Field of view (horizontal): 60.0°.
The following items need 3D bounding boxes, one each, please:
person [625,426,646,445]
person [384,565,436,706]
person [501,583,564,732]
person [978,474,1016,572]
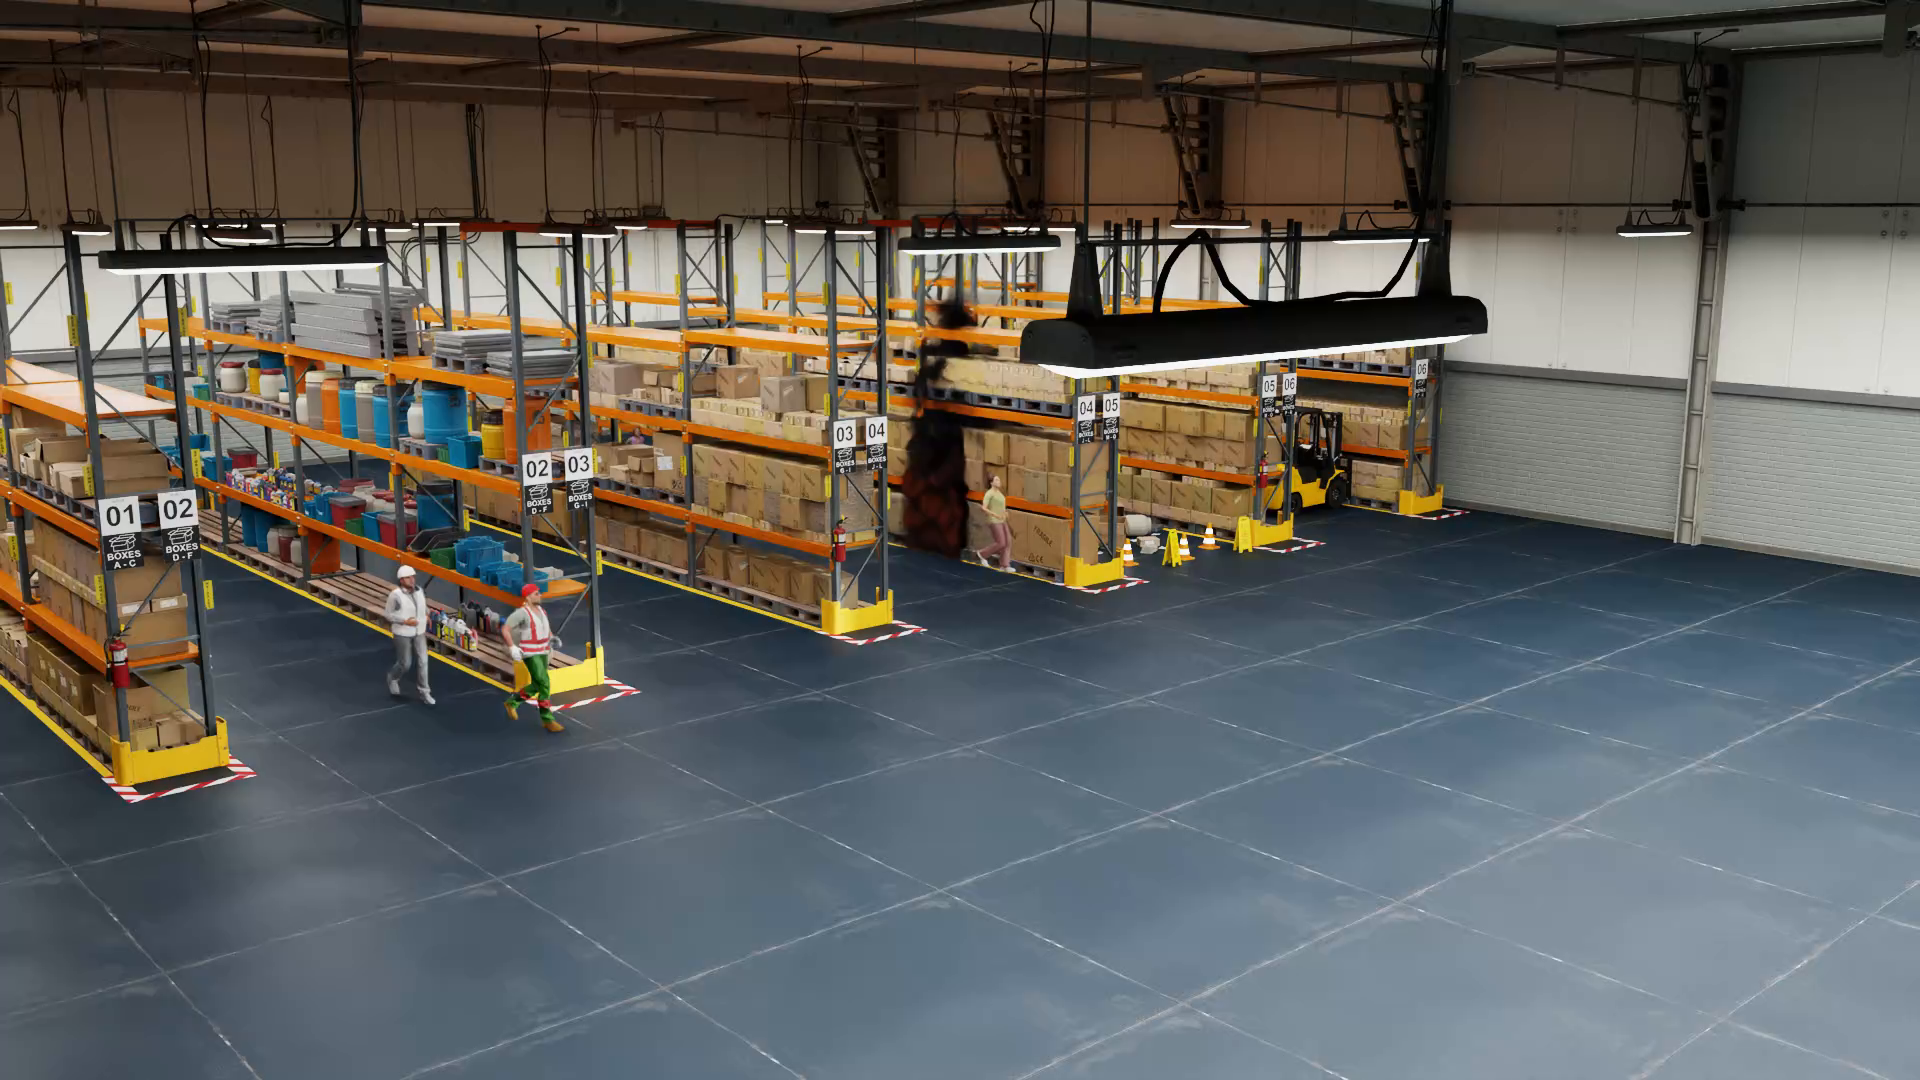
[{"bbox_3d":[-7.003,-1.679,36.184,0.510,1.592,0.647,-10,15,-40],"label":"person"},{"bbox_3d":[-7.104,1.202,21.443,0.846,1.795,0.679,9,15,39],"label":"person"},{"bbox_3d":[-5.208,1.421,20.398,0.860,1.763,0.716,4,12,18],"label":"person"},{"bbox_3d":[0.632,-0.291,27.700,0.690,1.637,0.578,7,13,30],"label":"person"}]
